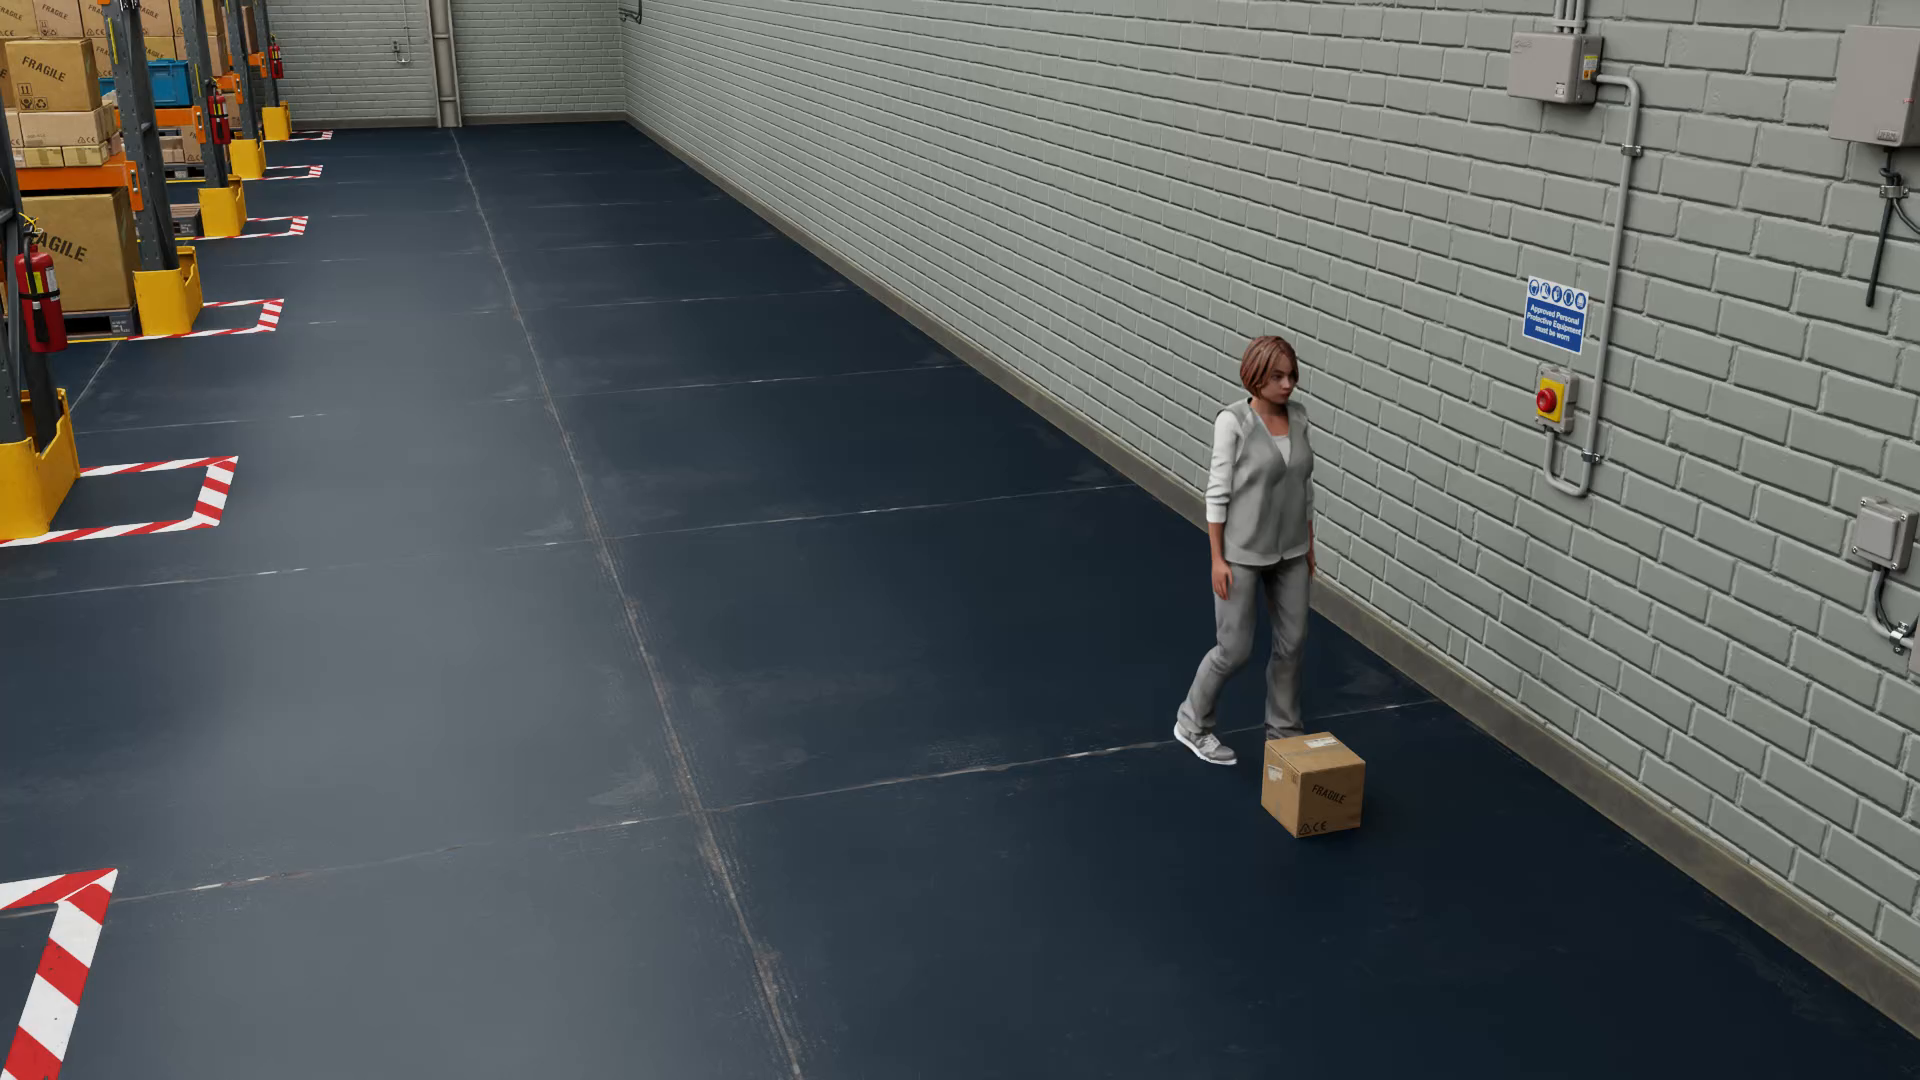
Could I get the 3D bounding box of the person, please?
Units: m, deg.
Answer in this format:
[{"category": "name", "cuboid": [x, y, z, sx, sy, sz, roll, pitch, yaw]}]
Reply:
[{"category": "person", "cuboid": [1.089, 0.078, 5.890, 0.435, 1.612, 0.505, -8, 21, -22]}]
